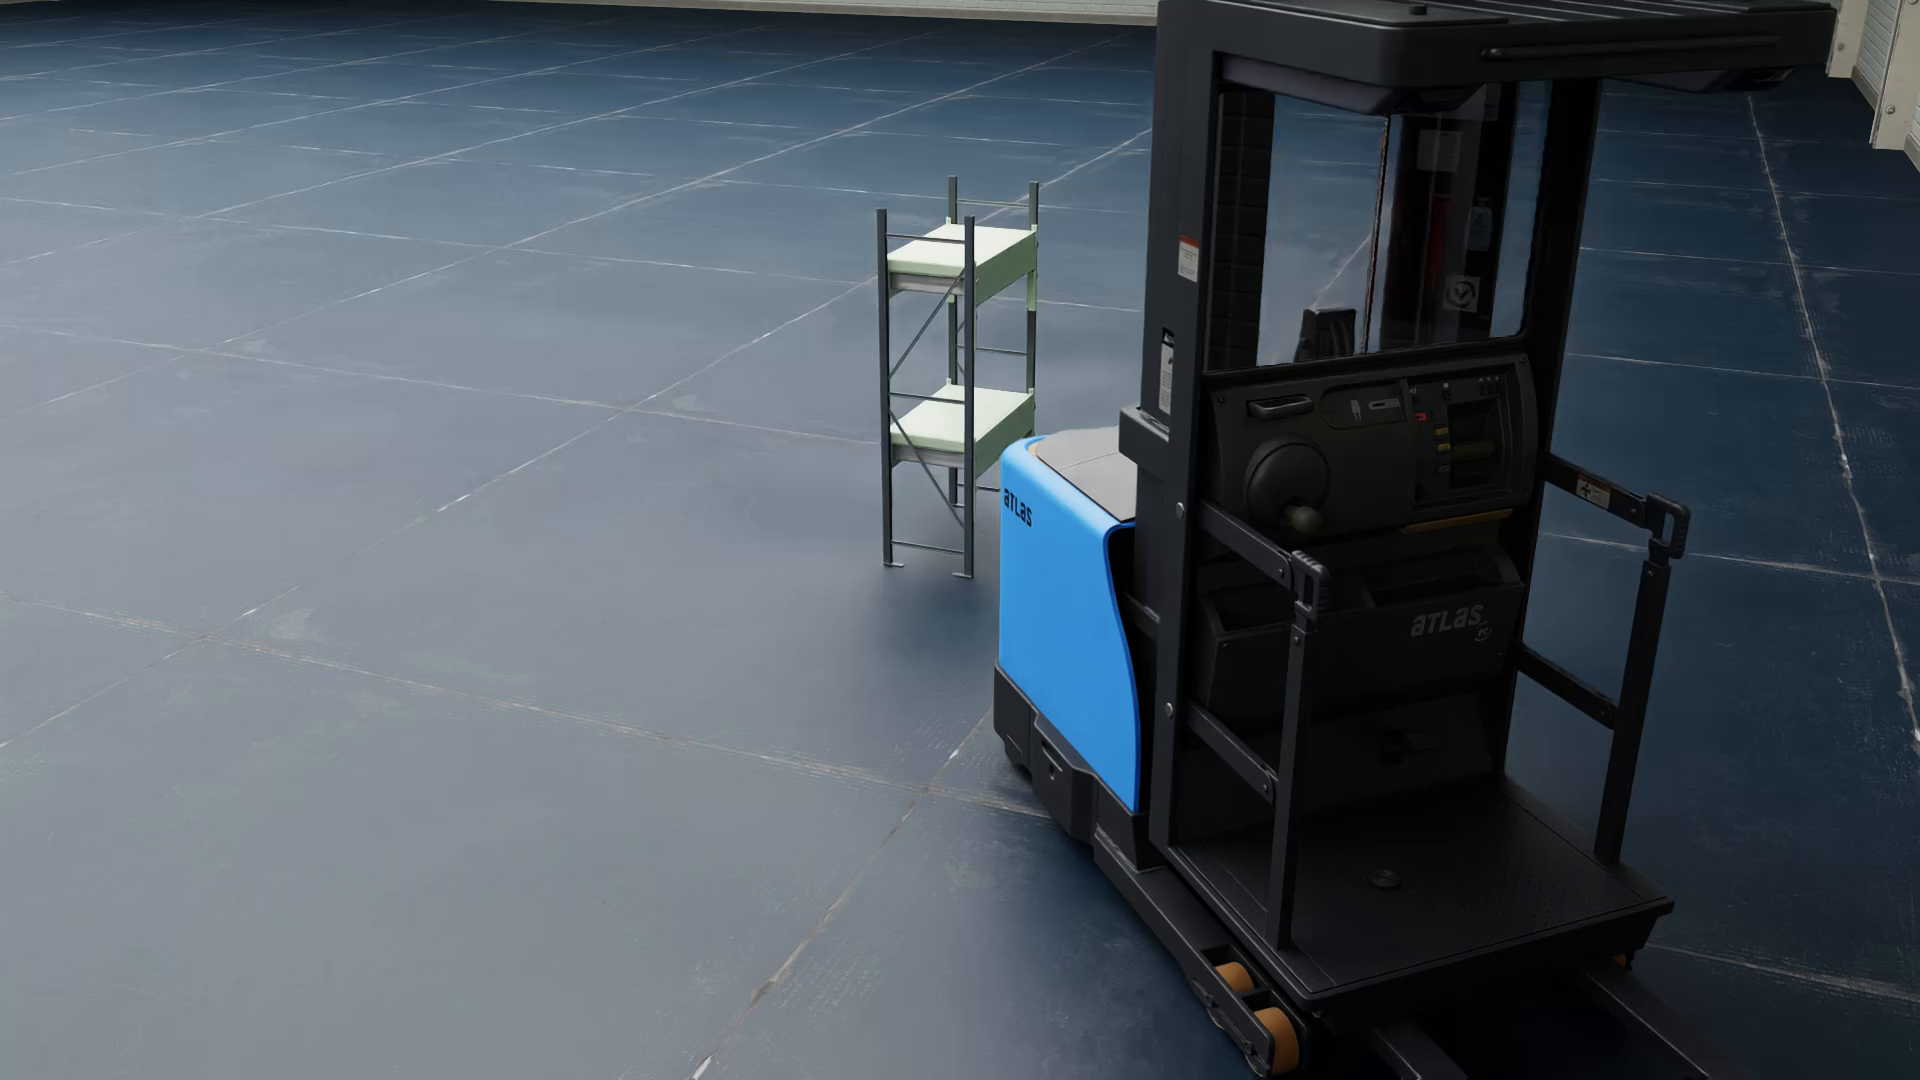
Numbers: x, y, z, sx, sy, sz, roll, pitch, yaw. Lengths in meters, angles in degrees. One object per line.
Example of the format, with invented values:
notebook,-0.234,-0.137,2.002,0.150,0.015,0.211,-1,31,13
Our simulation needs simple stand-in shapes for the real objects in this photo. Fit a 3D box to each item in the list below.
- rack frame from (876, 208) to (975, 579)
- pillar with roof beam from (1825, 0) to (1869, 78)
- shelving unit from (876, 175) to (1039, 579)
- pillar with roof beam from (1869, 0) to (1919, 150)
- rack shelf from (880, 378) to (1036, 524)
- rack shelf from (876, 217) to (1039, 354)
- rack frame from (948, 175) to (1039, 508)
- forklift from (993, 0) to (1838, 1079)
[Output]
rack frame,-0.133,-0.563,6.653,0.400,1.500,0.023,9,24,20
pillar with roof beam,7.576,-10.880,21.623,9.100,9.000,0.400,9,24,20
shelving unit,0.002,-0.694,6.967,0.431,1.500,0.755,9,24,20
pillar with roof beam,5.348,-8.733,16.483,9.100,9.000,0.400,9,24,20
rack shelf,0.002,-0.394,7.092,0.431,0.370,0.720,9,24,20
rack shelf,0.002,-1.055,6.816,0.431,0.370,0.720,9,24,20
rack frame,0.138,-0.825,7.280,0.400,1.500,0.023,9,24,20
forklift,1.124,-0.216,3.964,1.130,2.935,3.031,-9,24,-20
